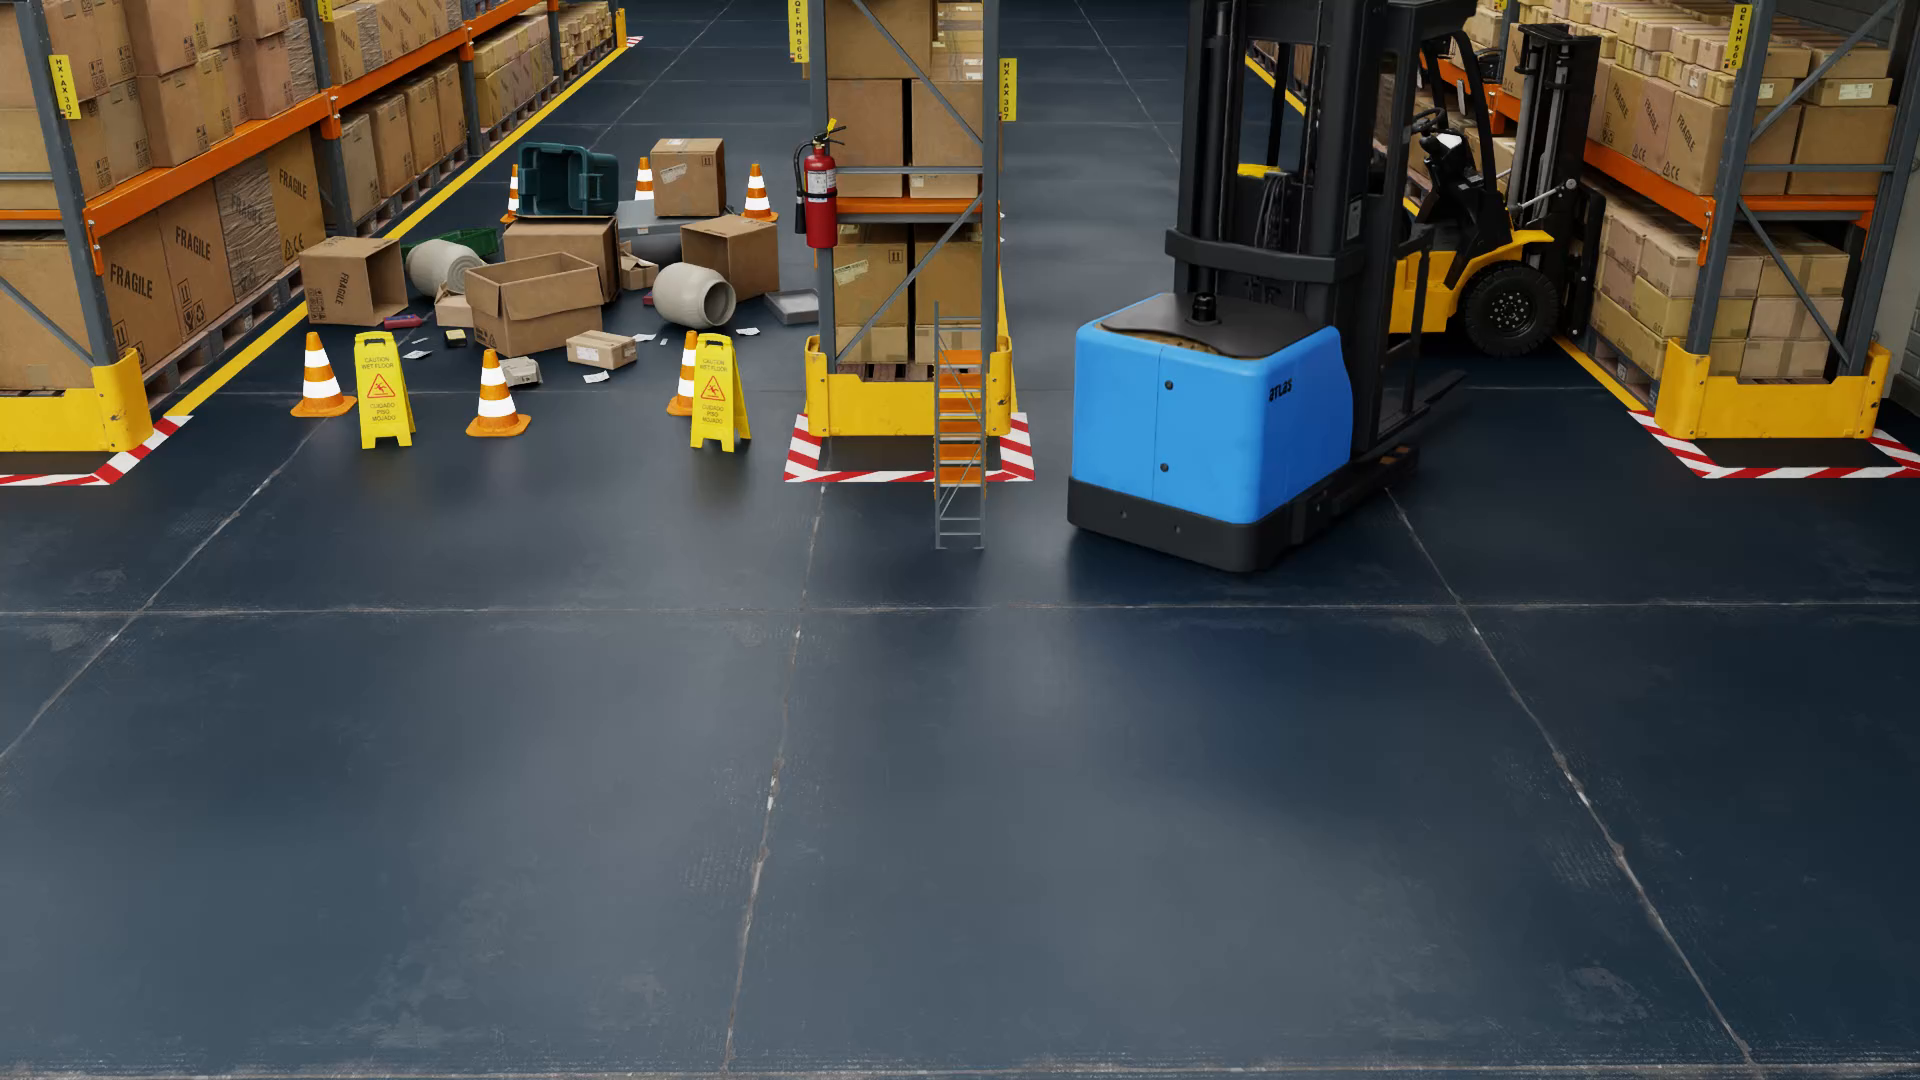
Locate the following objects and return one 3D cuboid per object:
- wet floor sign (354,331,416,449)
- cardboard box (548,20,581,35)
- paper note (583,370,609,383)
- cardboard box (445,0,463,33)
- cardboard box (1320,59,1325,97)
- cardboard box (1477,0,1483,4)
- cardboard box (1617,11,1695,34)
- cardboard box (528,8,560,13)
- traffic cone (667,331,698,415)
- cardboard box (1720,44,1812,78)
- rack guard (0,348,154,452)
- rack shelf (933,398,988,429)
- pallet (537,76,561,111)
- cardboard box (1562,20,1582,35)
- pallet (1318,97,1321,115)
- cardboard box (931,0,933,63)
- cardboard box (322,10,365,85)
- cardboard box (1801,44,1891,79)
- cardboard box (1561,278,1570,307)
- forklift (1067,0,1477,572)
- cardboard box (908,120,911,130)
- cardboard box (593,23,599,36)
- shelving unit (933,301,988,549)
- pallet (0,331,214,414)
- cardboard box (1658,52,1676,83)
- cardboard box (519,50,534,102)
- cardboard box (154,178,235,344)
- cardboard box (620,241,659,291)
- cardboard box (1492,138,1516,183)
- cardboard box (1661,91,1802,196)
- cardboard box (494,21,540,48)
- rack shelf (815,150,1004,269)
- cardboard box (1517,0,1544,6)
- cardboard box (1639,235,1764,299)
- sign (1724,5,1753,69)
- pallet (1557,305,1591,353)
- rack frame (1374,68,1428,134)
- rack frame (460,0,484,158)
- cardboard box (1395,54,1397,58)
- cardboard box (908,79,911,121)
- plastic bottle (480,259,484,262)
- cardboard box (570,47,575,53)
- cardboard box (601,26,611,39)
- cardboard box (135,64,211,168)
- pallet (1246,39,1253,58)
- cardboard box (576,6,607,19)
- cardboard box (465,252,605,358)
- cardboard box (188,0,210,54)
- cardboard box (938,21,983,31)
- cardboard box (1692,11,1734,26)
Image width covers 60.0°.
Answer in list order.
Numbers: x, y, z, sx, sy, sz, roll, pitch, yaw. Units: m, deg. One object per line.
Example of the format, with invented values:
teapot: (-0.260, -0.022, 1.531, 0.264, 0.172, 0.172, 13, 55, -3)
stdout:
wet floor sign: (-3.261, -0.864, 9.378, 0.267, 0.644, 0.232, -4, 25, -10)
cardboard box: (-5.111, -6.622, 21.479, 0.380, 0.149, 0.250, 0, 24, 1)
paper note: (-2.293, -1.032, 10.494, 0.148, 0.019, 0.142, -9, 26, -19)
cardboard box: (-5.055, -5.098, 15.760, 0.500, 0.500, 0.500, 0, 24, -1)
cardboard box: (4.336, -5.186, 18.600, 0.500, 0.500, 0.500, -1, 24, -2)
cardboard box: (4.295, -4.472, 13.590, 0.380, 0.149, 0.250, -1, 24, -2)
cardboard box: (4.433, -3.283, 10.600, 0.380, 0.149, 0.250, 0, 24, 0)
cardboard box: (-5.667, -7.160, 22.669, 0.380, 0.149, 0.250, -1, 24, -3)
traffic cone: (-1.587, -1.020, 9.943, 0.336, 0.463, 0.334, 0, 24, -1)
cardboard box: (4.456, -2.651, 9.202, 0.380, 0.149, 0.250, 0, 24, 0)
rack guard: (-5.241, -0.791, 9.393, 1.175, 0.500, 0.348, 0, 24, -1)
rack shelf: (0.000, -0.610, 7.958, 0.258, 0.103, 0.180, 0, 24, -1)
pallet: (-5.362, -5.294, 19.698, 1.003, 0.211, 1.213, 0, 24, -1)
cardboard box: (4.332, -3.461, 11.353, 0.380, 0.149, 0.250, 0, 24, -1)
pallet: (4.603, -4.863, 18.746, 1.003, 0.211, 1.213, 0, 24, -1)
cardboard box: (-0.515, -3.059, 9.677, 0.700, 0.500, 0.500, 0, 24, 0)
cardboard box: (-5.022, -3.852, 13.005, 0.500, 0.500, 0.500, 0, 24, 0)
cardboard box: (4.881, -2.644, 9.186, 0.380, 0.149, 0.250, -1, 24, -2)
cardboard box: (4.329, -1.784, 11.381, 0.500, 0.250, 0.500, 1, 24, 1)
forklift: (1.834, -1.726, 8.509, 1.130, 2.935, 3.031, 18, 30, 34)
cardboard box: (-0.508, -2.673, 10.824, 0.380, 0.149, 0.250, 0, 24, -1)
cardboard box: (-5.099, -6.917, 22.494, 0.380, 0.149, 0.250, 0, 24, 0)
shelving unit: (0.000, -0.541, 7.990, 0.258, 1.200, 0.189, 0, 24, -1)
pallet: (-5.328, -0.999, 10.202, 1.003, 0.211, 1.213, 0, 24, -1)
cardboard box: (4.421, -2.825, 9.948, 0.380, 0.149, 0.250, 0, 24, -1)
cardboard box: (-5.106, -5.211, 18.655, 0.500, 0.500, 0.500, -1, 24, -2)
cardboard box: (-5.327, -1.805, 10.670, 0.875, 0.875, 0.875, -1, 24, -1)
cardboard box: (-2.474, -2.061, 12.485, 0.258, 0.266, 0.396, -19, 31, -36)
cardboard box: (4.318, -2.869, 12.568, 0.500, 0.250, 0.500, -1, 24, -1)
cardboard box: (4.403, -2.275, 9.519, 0.500, 0.500, 0.500, -1, 24, -2)
cardboard box: (-5.119, -5.761, 18.962, 0.500, 0.250, 0.500, 1, 24, 2)
rack shelf: (-0.315, -2.500, 11.011, 1.077, 0.370, 4.000, 0, 24, -1)
cardboard box: (4.334, -4.020, 12.229, 0.380, 0.149, 0.250, 0, 24, 1)
cardboard box: (4.354, -1.610, 9.784, 0.500, 0.250, 0.500, 1, 24, 1)
sign: (4.128, -2.667, 8.814, 0.100, 0.325, 0.005, 0, 24, -1)
pallet: (4.610, -1.574, 11.473, 1.003, 0.211, 1.213, 0, 24, -1)
rack frame: (4.583, -5.324, 16.382, 1.000, 3.000, 0.127, 0, 24, -1)
rack frame: (-5.329, -5.237, 16.188, 1.000, 3.000, 0.127, 0, 24, -1)
cardboard box: (4.830, -5.100, 17.624, 0.380, 0.149, 0.250, 0, 24, 0)
cardboard box: (-0.564, -3.029, 10.825, 0.500, 0.500, 0.500, 0, 24, 0)
plastic bottle: (-3.773, -2.142, 12.913, 0.133, 0.061, 0.283, -14, 28, -28)
cardboard box: (-5.165, -6.245, 21.368, 0.380, 0.149, 0.250, -1, 24, -2)
cardboard box: (-5.098, -7.104, 23.267, 0.380, 0.149, 0.250, 0, 24, 1)
cardboard box: (-5.199, -2.619, 10.219, 0.875, 0.550, 0.550, 0, 24, -1)
pallet: (4.507, -6.990, 23.450, 1.003, 0.211, 1.213, 0, 24, -1)
cardboard box: (-5.082, -7.270, 22.912, 0.380, 0.149, 0.250, -1, 24, -2)
cardboard box: (-2.843, -1.579, 11.131, 0.797, 0.503, 0.637, -19, 31, -36)
cardboard box: (-5.311, -3.329, 10.478, 0.875, 0.550, 0.500, 0, 24, -1)
cardboard box: (-0.060, -3.226, 11.260, 0.500, 0.500, 0.500, 0, 24, 1)
cardboard box: (4.892, -3.281, 10.596, 0.380, 0.149, 0.250, 0, 24, 0)
